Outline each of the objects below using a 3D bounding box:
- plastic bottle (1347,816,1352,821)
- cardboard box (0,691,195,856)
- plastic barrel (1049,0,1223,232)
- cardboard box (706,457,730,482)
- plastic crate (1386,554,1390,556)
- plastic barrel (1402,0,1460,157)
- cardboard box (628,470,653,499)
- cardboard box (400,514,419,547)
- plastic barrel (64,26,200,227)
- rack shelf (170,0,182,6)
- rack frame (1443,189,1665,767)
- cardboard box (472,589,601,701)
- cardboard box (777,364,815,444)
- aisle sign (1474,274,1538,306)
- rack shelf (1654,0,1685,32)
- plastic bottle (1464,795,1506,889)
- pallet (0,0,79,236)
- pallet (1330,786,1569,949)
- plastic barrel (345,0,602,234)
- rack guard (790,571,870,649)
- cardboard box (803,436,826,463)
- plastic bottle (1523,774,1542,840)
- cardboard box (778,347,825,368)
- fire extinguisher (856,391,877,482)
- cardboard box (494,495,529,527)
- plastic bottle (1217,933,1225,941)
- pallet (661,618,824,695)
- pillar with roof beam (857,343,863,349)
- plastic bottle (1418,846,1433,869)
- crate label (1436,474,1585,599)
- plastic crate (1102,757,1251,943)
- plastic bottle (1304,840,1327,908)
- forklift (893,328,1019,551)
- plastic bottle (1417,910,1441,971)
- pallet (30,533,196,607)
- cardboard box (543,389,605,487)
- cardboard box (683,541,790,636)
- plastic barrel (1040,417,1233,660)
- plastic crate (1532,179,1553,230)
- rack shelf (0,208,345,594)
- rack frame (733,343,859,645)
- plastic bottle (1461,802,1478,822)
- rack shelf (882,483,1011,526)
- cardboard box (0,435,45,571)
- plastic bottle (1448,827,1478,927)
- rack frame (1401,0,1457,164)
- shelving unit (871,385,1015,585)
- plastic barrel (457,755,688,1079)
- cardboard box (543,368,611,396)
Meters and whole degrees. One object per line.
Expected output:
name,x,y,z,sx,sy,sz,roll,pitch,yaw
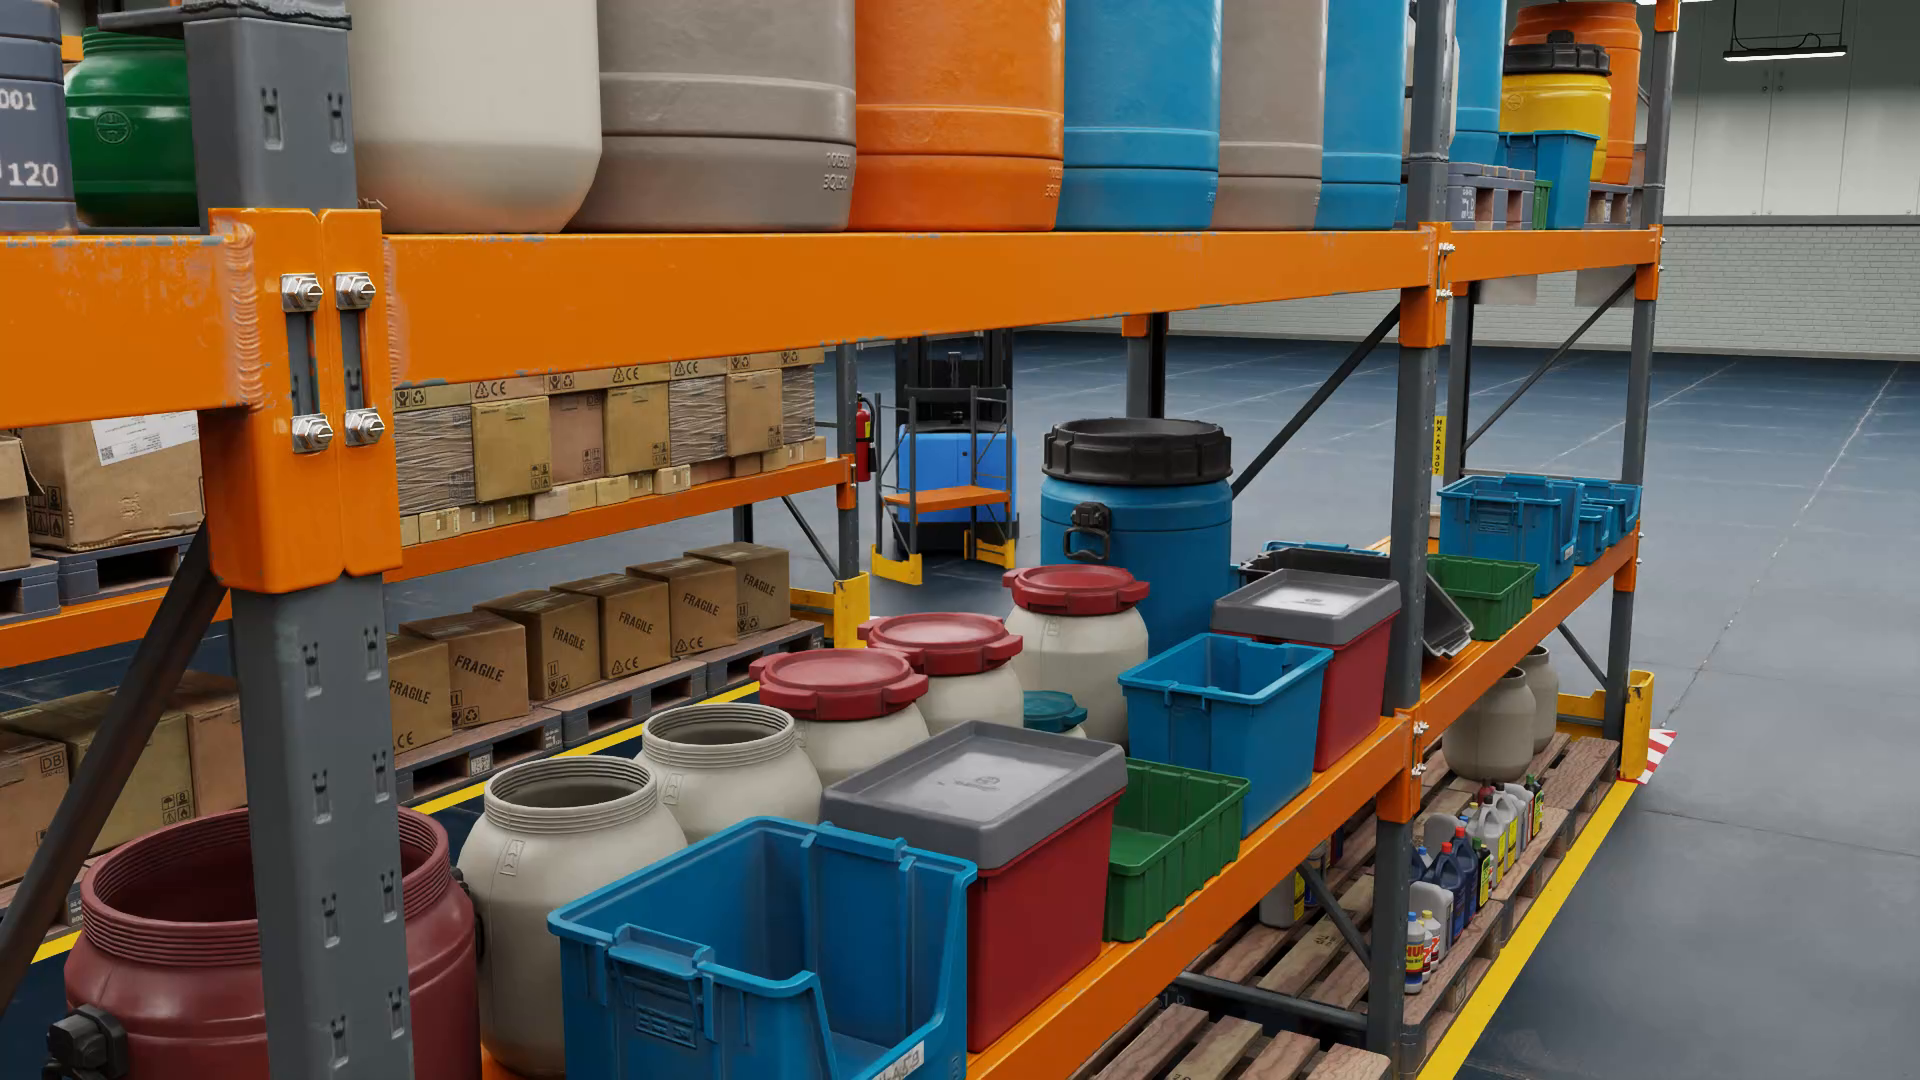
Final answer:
plastic bottle,1.704,1.106,7.408,0.097,0.271,0.097,0,11,0
cardboard box,-3.821,1.008,7.310,0.700,0.500,0.500,6,12,30
plastic barrel,0.255,-1.113,3.530,0.600,0.901,0.708,6,12,31
cardboard box,-1.639,-0.456,10.218,0.380,0.149,0.250,6,12,31
plastic crate,1.640,0.151,7.007,0.530,0.136,0.437,6,12,31
plastic barrel,1.405,-1.483,5.426,0.421,0.512,0.421,0,11,0
cardboard box,-1.993,-0.334,9.567,0.380,0.149,0.250,6,12,31
cardboard box,-2.851,-0.053,8.067,0.380,0.149,0.250,6,12,31
plastic barrel,-0.979,-0.511,2.100,0.294,0.245,0.294,0,11,0
rack shelf,-4.258,-2.256,5.887,1.077,0.370,4.000,6,12,31
rack frame,3.090,-0.328,8.849,1.000,3.000,0.127,6,12,31
cardboard box,-2.432,0.595,9.570,0.500,0.500,0.500,5,12,26
cardboard box,-1.452,-0.912,10.892,0.875,0.500,0.500,6,12,31
aisle sign,2.877,-1.645,8.820,0.394,0.787,0.004,6,12,31
rack shelf,2.051,-2.412,6.720,1.077,0.370,4.000,6,12,31
plastic bottle,2.106,1.203,6.674,0.144,0.351,0.185,6,12,30
pallet,-1.544,-0.340,1.277,1.003,0.211,1.213,6,12,31
pallet,2.030,1.378,7.317,1.003,0.211,1.213,6,12,31
plastic barrel,-0.640,-0.619,1.947,0.421,0.512,0.421,0,11,0
rack guard,-1.183,0.440,11.543,1.175,0.500,0.348,6,12,31
cardboard box,-1.115,-0.613,11.055,0.380,0.149,0.250,6,12,31
plastic bottle,2.466,1.142,7.185,0.061,0.283,0.133,7,13,32
cardboard box,-1.218,-1.378,10.660,0.500,0.500,0.500,6,12,31
fire extinguisher,-0.690,-0.737,11.245,0.296,0.674,0.183,6,12,31
cardboard box,-2.483,-0.174,8.709,0.380,0.149,0.250,6,12,31
plastic bottle,0.935,1.374,6.170,0.097,0.201,0.097,0,11,0
pallet,-1.635,0.706,10.905,1.003,0.211,1.213,6,12,31
pillar with roof beam,1.151,-8.510,36.252,9.100,9.000,0.548,6,12,31
plastic bottle,1.759,1.304,6.349,0.097,0.271,0.097,0,11,0
crate label,2.365,-0.030,7.162,0.502,0.435,0.616,6,12,31
plastic crate,0.350,0.706,3.901,0.450,0.188,0.662,6,12,31
plastic bottle,1.340,1.275,6.494,0.152,0.276,0.135,6,12,31
forklift,-0.065,-1.566,15.652,1.130,2.935,3.031,0,11,-2
plastic bottle,1.659,1.420,5.921,0.097,0.201,0.097,0,11,0
pallet,-3.741,0.029,7.466,1.003,0.211,1.213,6,12,31
cardboard box,-2.470,-0.596,9.200,0.875,0.500,0.500,6,12,31
cardboard box,-1.482,0.318,11.052,0.500,0.500,0.500,9,14,41
plastic barrel,0.554,0.087,5.273,0.600,0.901,0.708,6,12,31
plastic crate,2.065,-1.291,6.419,0.336,0.188,0.450,6,12,31
rack shelf,-2.102,0.124,0.239,1.077,0.370,4.000,6,12,31
rack frame,-1.143,-0.801,11.377,1.000,3.000,0.127,6,12,31
plastic bottle,2.168,1.212,7.033,0.097,0.201,0.097,0,11,0
rack shelf,-0.129,-0.301,13.758,1.000,0.185,0.538,-9,14,-39
cardboard box,-4.041,-0.148,6.465,0.797,0.503,0.637,8,13,36
plastic bottle,1.885,1.270,6.317,0.144,0.351,0.185,6,12,28
rack frame,1.013,-2.647,4.937,1.000,3.000,0.127,6,12,31
shelving unit,-0.136,-0.477,13.720,1.083,1.500,0.587,-9,14,-39
plastic barrel,-0.712,0.693,3.092,0.421,0.512,0.421,0,11,0
cardboard box,-2.251,-1.063,8.977,0.500,0.500,0.500,6,12,31
